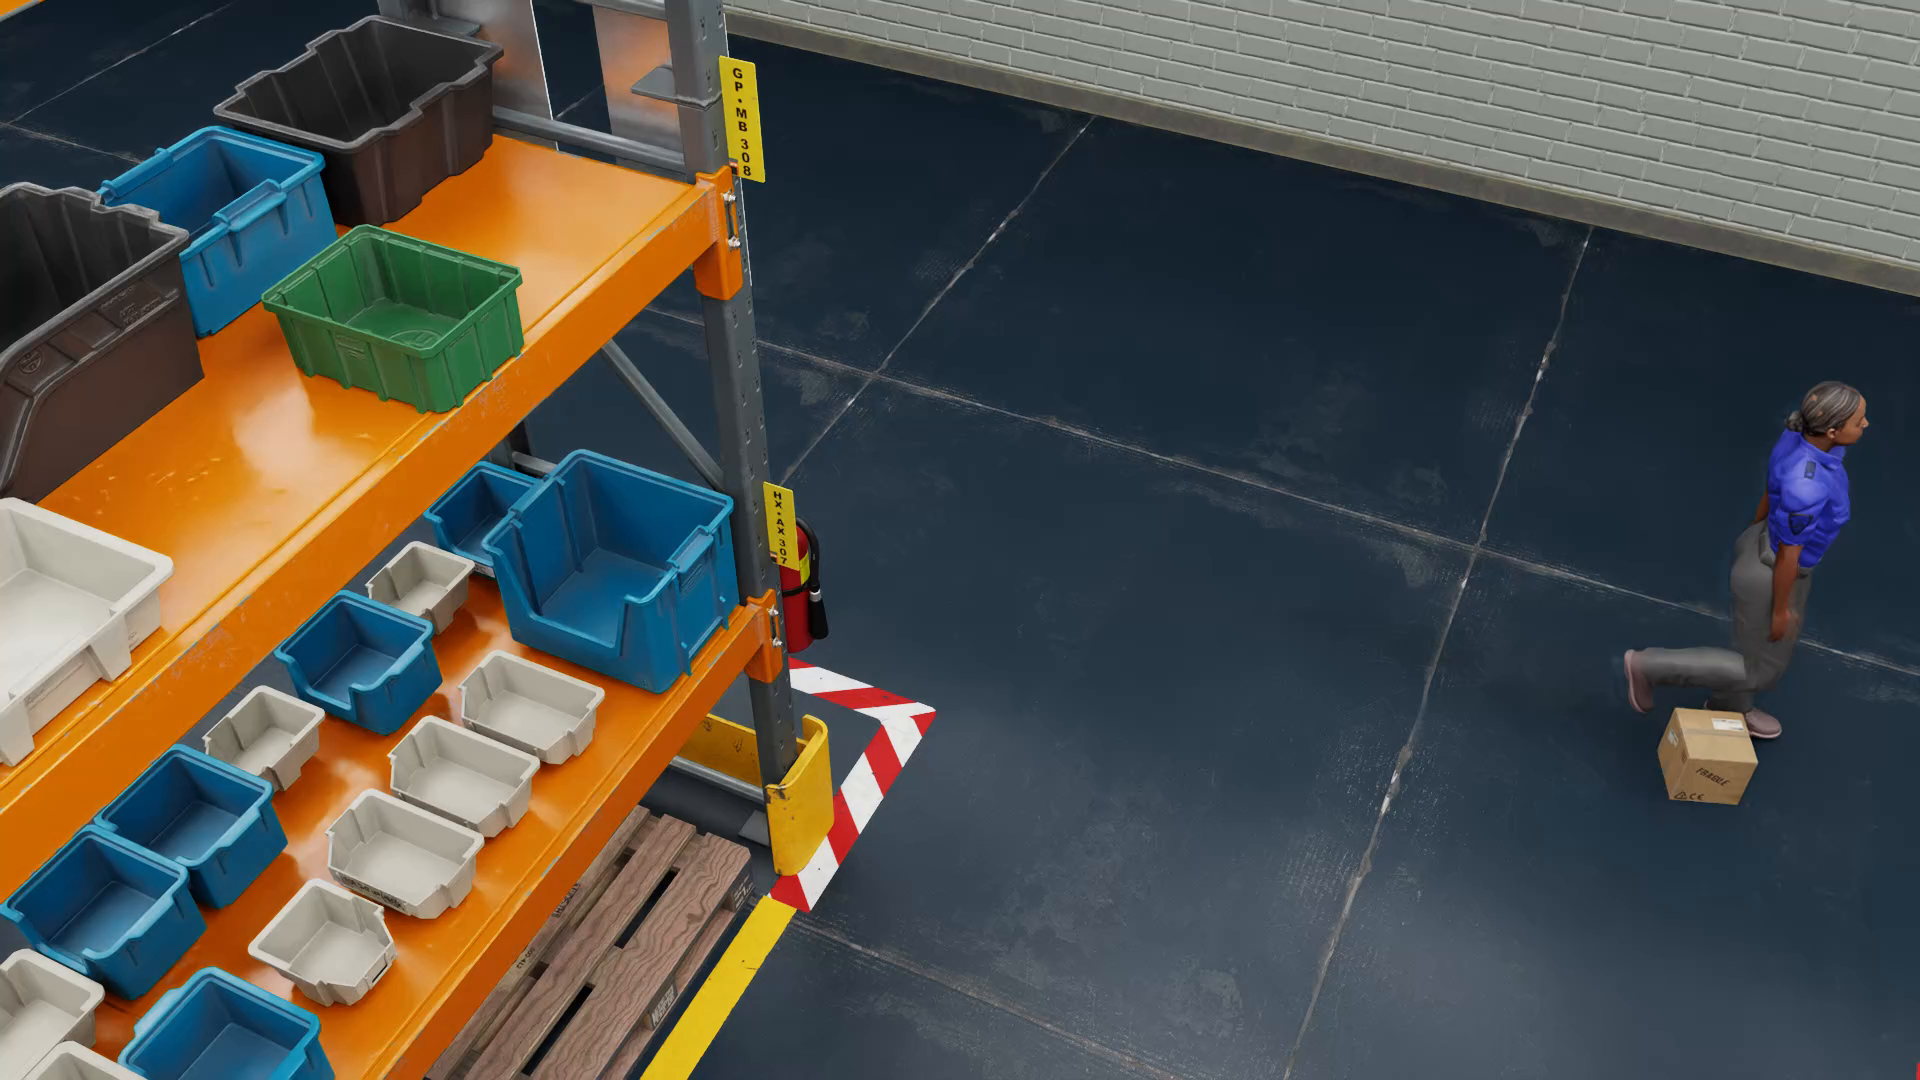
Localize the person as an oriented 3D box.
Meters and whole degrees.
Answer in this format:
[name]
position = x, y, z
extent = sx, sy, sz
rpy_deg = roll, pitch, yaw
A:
[person]
position = 2.893, 0.105, 6.027
extent = 0.651, 1.645, 0.447
rpy_deg = 17, 45, 18
